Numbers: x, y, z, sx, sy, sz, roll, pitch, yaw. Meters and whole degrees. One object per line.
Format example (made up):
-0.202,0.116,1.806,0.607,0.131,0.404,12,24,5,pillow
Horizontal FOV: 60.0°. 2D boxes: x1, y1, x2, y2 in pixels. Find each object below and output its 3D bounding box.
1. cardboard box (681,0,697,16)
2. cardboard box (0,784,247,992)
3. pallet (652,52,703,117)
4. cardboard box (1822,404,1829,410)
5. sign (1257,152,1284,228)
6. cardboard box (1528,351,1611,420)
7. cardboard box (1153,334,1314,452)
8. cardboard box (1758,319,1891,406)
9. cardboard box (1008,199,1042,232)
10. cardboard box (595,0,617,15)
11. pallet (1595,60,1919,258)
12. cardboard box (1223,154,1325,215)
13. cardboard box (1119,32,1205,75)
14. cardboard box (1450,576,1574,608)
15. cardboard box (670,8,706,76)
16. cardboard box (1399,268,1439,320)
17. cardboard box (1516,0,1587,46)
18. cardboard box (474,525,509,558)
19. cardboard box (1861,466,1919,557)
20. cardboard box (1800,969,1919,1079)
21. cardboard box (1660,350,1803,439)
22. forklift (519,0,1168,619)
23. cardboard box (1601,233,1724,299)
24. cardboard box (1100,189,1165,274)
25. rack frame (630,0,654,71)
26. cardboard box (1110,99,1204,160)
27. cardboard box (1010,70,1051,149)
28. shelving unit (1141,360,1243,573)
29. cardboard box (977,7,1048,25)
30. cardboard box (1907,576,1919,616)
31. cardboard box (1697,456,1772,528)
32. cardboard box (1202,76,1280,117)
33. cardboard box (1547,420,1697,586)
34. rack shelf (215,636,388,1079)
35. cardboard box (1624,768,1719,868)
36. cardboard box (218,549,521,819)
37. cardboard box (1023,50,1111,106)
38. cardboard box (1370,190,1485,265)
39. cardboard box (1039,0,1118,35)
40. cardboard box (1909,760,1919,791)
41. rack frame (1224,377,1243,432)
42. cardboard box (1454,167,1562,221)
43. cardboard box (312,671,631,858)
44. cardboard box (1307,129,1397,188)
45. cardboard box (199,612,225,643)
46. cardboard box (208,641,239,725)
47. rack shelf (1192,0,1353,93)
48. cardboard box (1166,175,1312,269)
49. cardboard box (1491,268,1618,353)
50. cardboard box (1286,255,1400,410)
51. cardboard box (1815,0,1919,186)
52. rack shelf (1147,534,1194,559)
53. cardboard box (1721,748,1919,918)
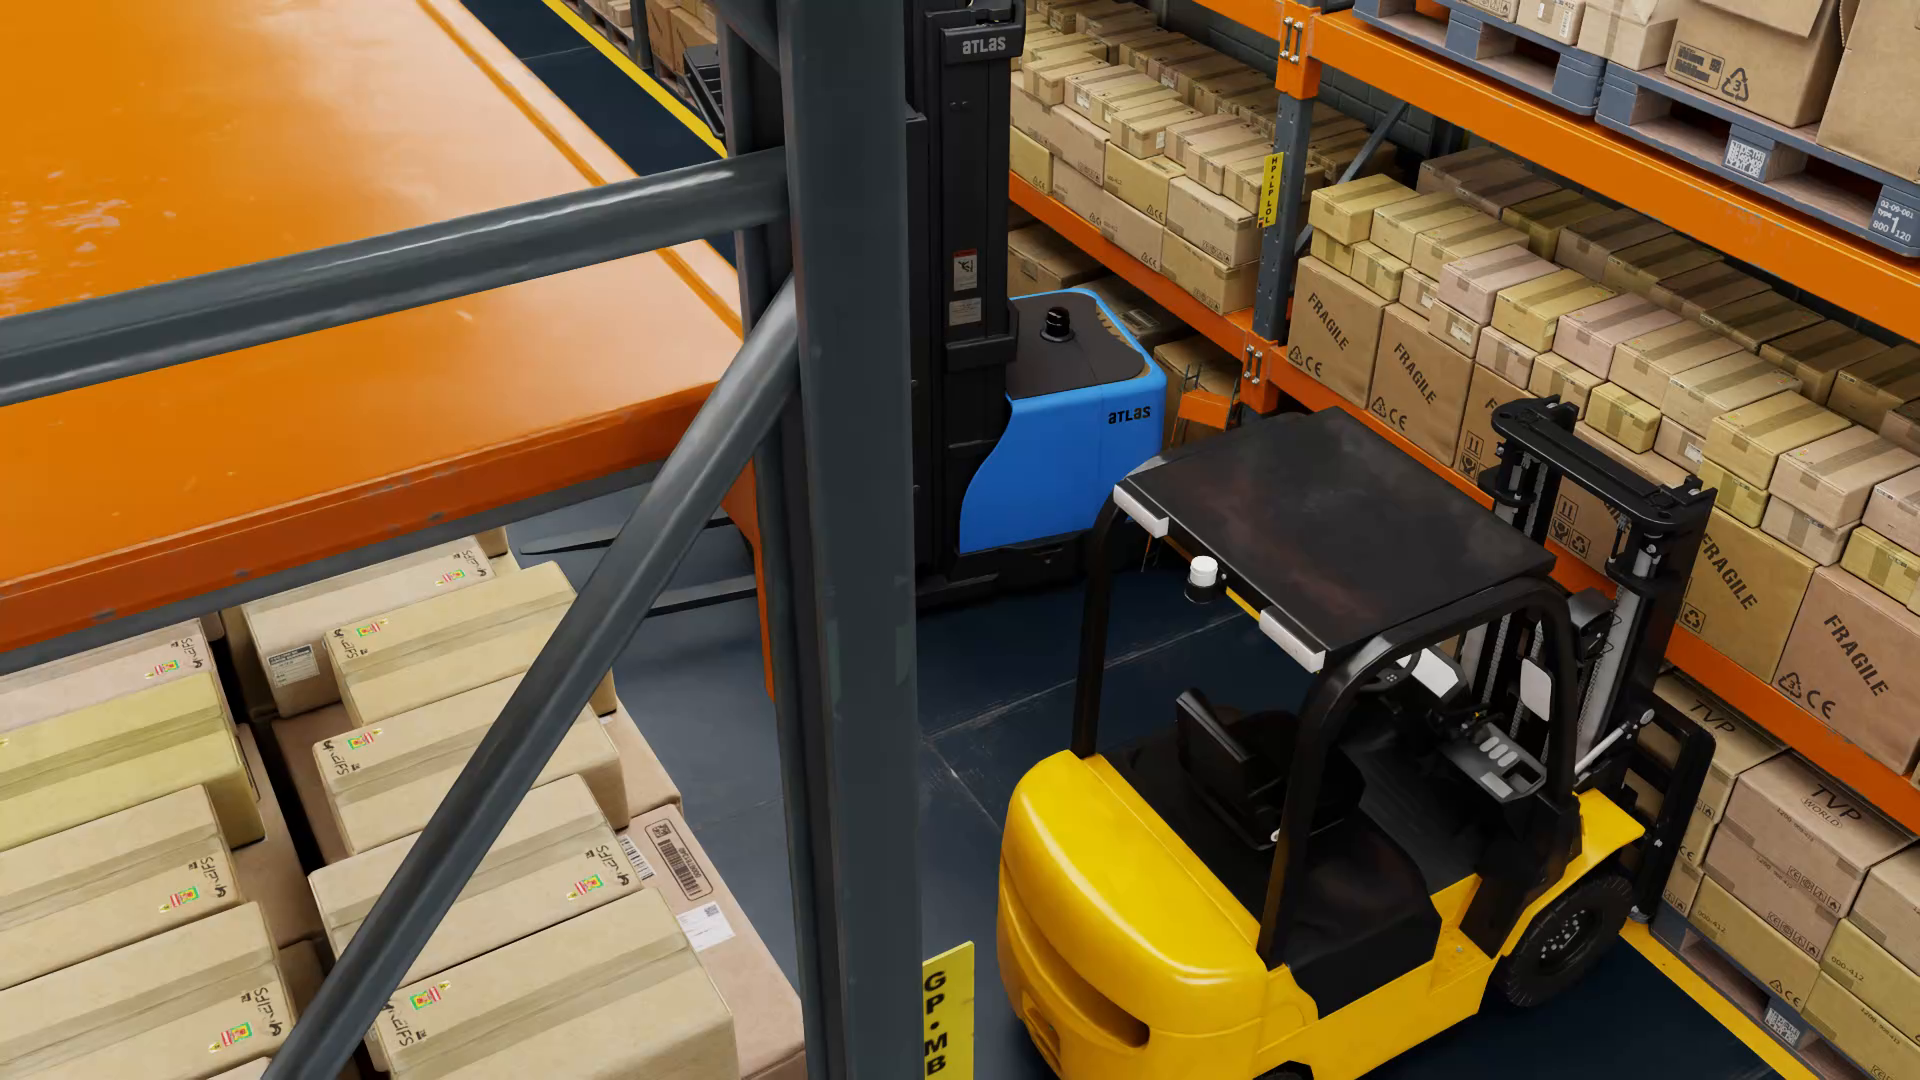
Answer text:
-1.942,-4.205,12.905,0.380,0.149,0.250,-21,41,-26,cardboard box
-1.164,0.517,2.219,0.380,0.149,0.250,-19,40,-24,cardboard box
-1.796,-3.761,13.448,1.003,0.211,1.213,-19,40,-24,pallet
3.095,-0.511,5.999,0.380,0.149,0.250,-19,40,-24,cardboard box
1.318,-1.481,7.047,0.100,0.325,0.005,-19,40,-24,sign
2.333,-0.611,6.136,0.380,0.149,0.250,-20,41,-25,cardboard box
1.510,-0.684,8.528,0.875,0.625,0.625,-17,39,-22,cardboard box
3.055,-0.625,5.903,0.380,0.149,0.250,-19,40,-24,cardboard box
0.409,-1.808,10.067,0.875,0.625,0.625,-18,40,-22,cardboard box
-2.950,-4.735,14.379,0.396,0.266,0.258,-17,40,-22,cardboard box
2.842,-1.338,5.297,1.003,0.211,1.213,-19,40,-24,pallet
1.419,-1.621,7.519,0.380,0.149,0.250,-18,40,-22,cardboard box
1.065,-2.547,8.787,0.380,0.149,0.250,-19,40,-24,cardboard box
2.262,0.180,6.815,0.500,0.250,0.500,-18,40,-22,cardboard box
-1.913,-3.869,12.994,0.500,0.500,0.500,-19,40,-25,cardboard box
2.001,-1.016,6.691,0.380,0.149,0.250,-19,40,-24,cardboard box
2.131,-1.820,5.655,0.380,0.149,0.250,-18,40,-23,cardboard box
-1.042,-0.047,2.992,0.380,0.149,0.250,-18,40,-23,cardboard box
3.063,-0.105,5.190,0.380,0.149,0.250,-19,40,-24,cardboard box
3.283,1.624,5.686,0.500,0.250,0.500,-19,40,-24,cardboard box
2.654,-0.494,5.724,0.380,0.149,0.250,-18,40,-23,cardboard box
-0.592,-1.067,7.453,3.031,2.935,1.130,-11,38,-15,forklift
2.731,-1.041,6.473,0.380,0.149,0.250,-20,40,-25,cardboard box
1.045,-1.584,8.231,0.500,0.250,0.500,-19,40,-24,cardboard box
-2.237,-5.290,13.178,1.000,3.000,0.127,-19,40,-24,rack frame
0.949,-1.983,8.014,0.380,0.149,0.250,-20,41,-25,cardboard box
0.561,-2.312,8.803,0.500,0.250,0.500,-18,40,-23,cardboard box
1.131,-0.315,8.004,0.252,1.050,0.215,18,19,23,shelving unit
0.259,-2.795,9.126,0.380,0.149,0.250,-18,40,-23,cardboard box
3.144,0.161,5.079,0.380,0.149,0.250,-18,40,-23,cardboard box
2.710,-0.214,5.592,0.380,0.149,0.250,-19,40,-24,cardboard box
1.431,-2.160,8.257,0.380,0.149,0.250,-19,40,-24,cardboard box
2.545,-0.166,6.077,0.500,0.500,0.500,-19,40,-24,cardboard box
-1.503,0.361,3.506,1.077,0.370,4.000,-19,40,-24,rack shelf
2.757,0.896,6.258,0.500,0.250,0.500,-20,41,-25,cardboard box
-1.046,0.180,3.020,0.500,0.250,0.500,-18,40,-23,cardboard box
0.551,-2.377,8.553,0.380,0.149,0.250,-20,41,-25,cardboard box
1.911,-1.281,6.801,0.380,0.149,0.250,-18,40,-23,cardboard box
0.664,-2.936,9.319,0.380,0.149,0.250,-19,40,-24,cardboard box
3.318,0.616,5.006,0.500,0.500,0.500,-20,41,-25,cardboard box
1.238,-0.280,7.957,0.008,1.050,0.200,18,19,23,rack frame
2.294,-1.420,6.991,0.380,0.149,0.250,-20,41,-25,cardboard box
-0.713,0.359,2.437,0.380,0.149,0.250,-19,40,-24,cardboard box
1.791,-1.756,7.703,0.380,0.149,0.250,-20,41,-25,cardboard box
-1.472,0.105,2.784,0.380,0.149,0.250,-20,41,-25,cardboard box
-1.505,0.330,2.814,0.500,0.250,0.500,-18,40,-23,cardboard box
0.777,-3.151,8.316,1.077,0.370,4.000,-19,40,-24,rack shelf
1.314,-1.527,7.728,0.500,0.250,0.500,-20,41,-25,cardboard box
2.225,-0.863,6.228,0.380,0.149,0.250,-20,40,-25,cardboard box
1.779,-0.947,7.147,0.500,0.500,0.500,-20,41,-25,cardboard box
2.931,-1.338,4.697,0.700,0.500,0.500,-19,40,-24,cardboard box
1.081,-0.045,8.093,0.240,0.259,0.215,18,19,23,rack shelf
3.029,0.965,5.740,0.500,0.250,0.500,-18,40,-23,cardboard box
